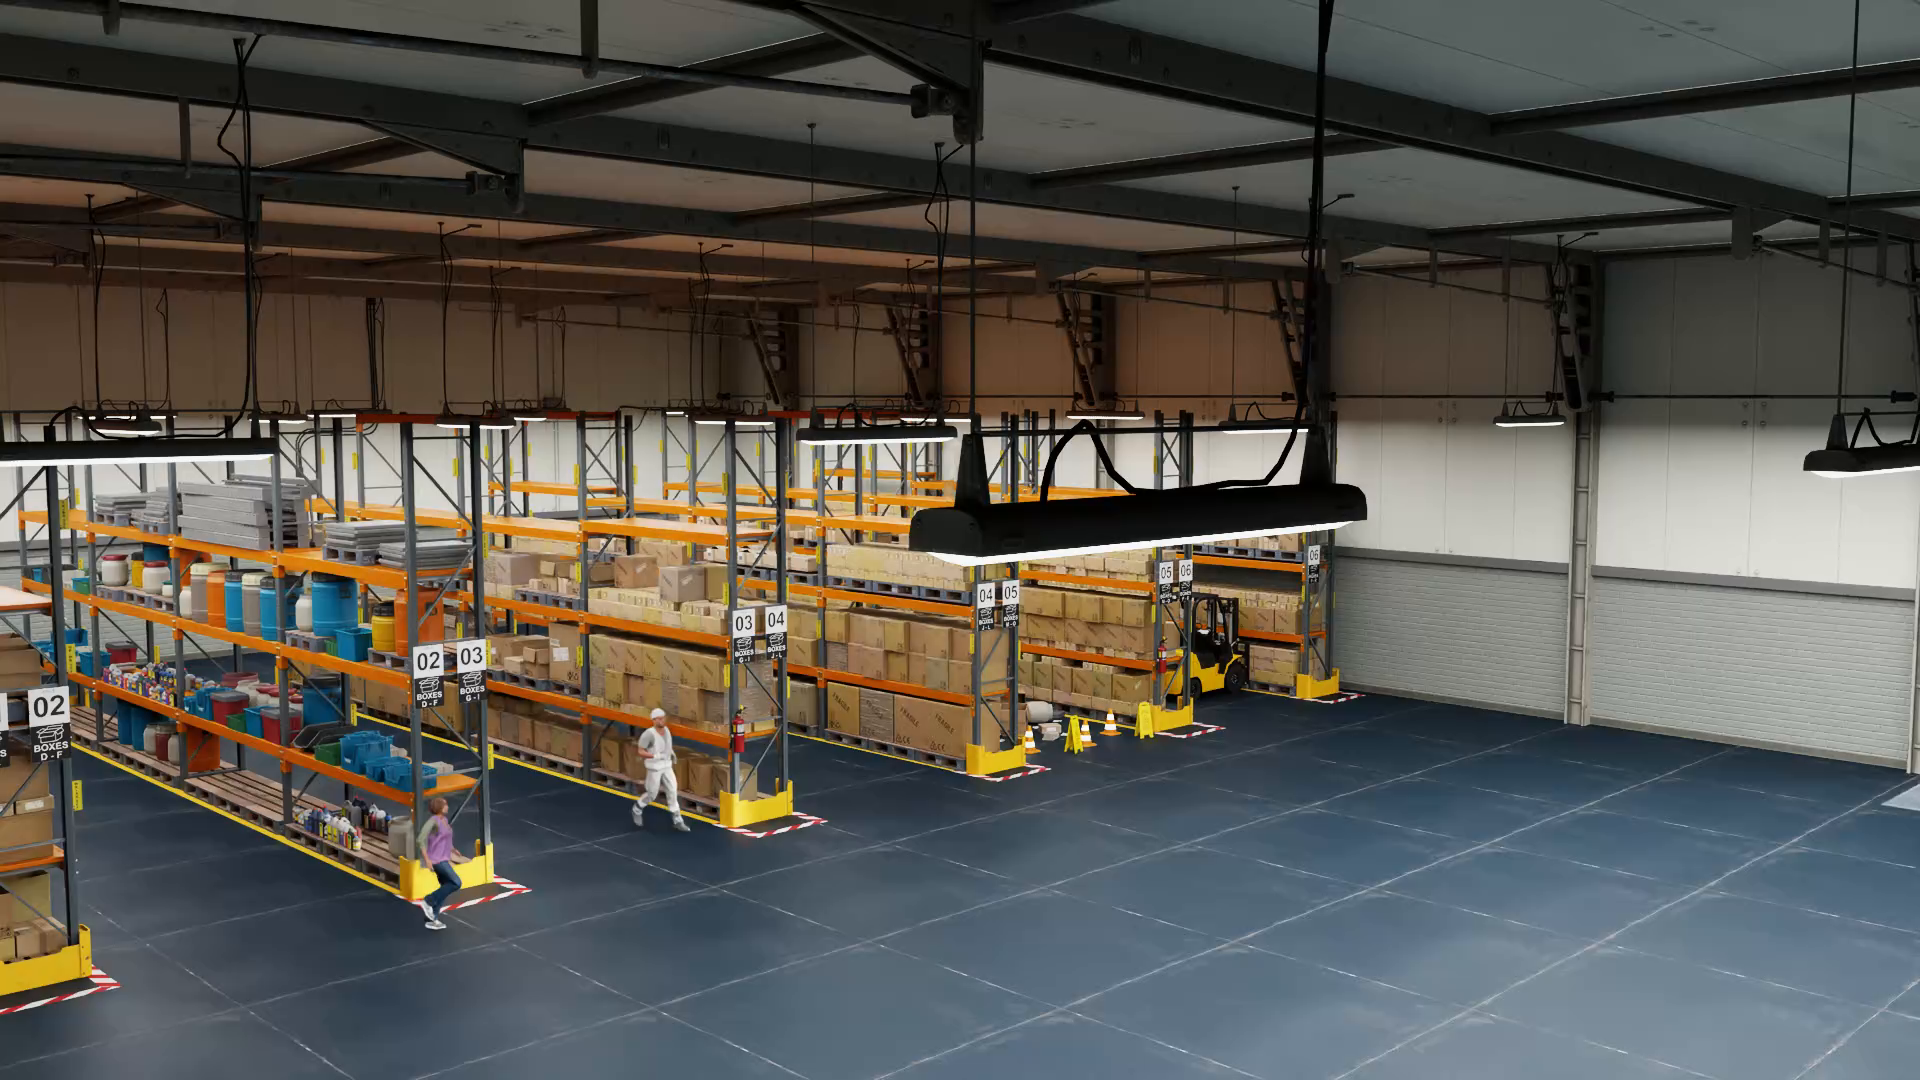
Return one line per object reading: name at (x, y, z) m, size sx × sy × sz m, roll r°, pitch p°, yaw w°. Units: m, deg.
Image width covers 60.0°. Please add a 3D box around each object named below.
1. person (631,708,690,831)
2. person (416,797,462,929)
person at (-4.371, 3.308, 24.084) m, size 1.000 × 1.769 × 0.704 m, roll 4°, pitch 6°, yaw 38°
person at (-6.179, 3.842, 19.889) m, size 0.484 × 1.527 × 0.563 m, roll 0°, pitch 5°, yaw 0°
